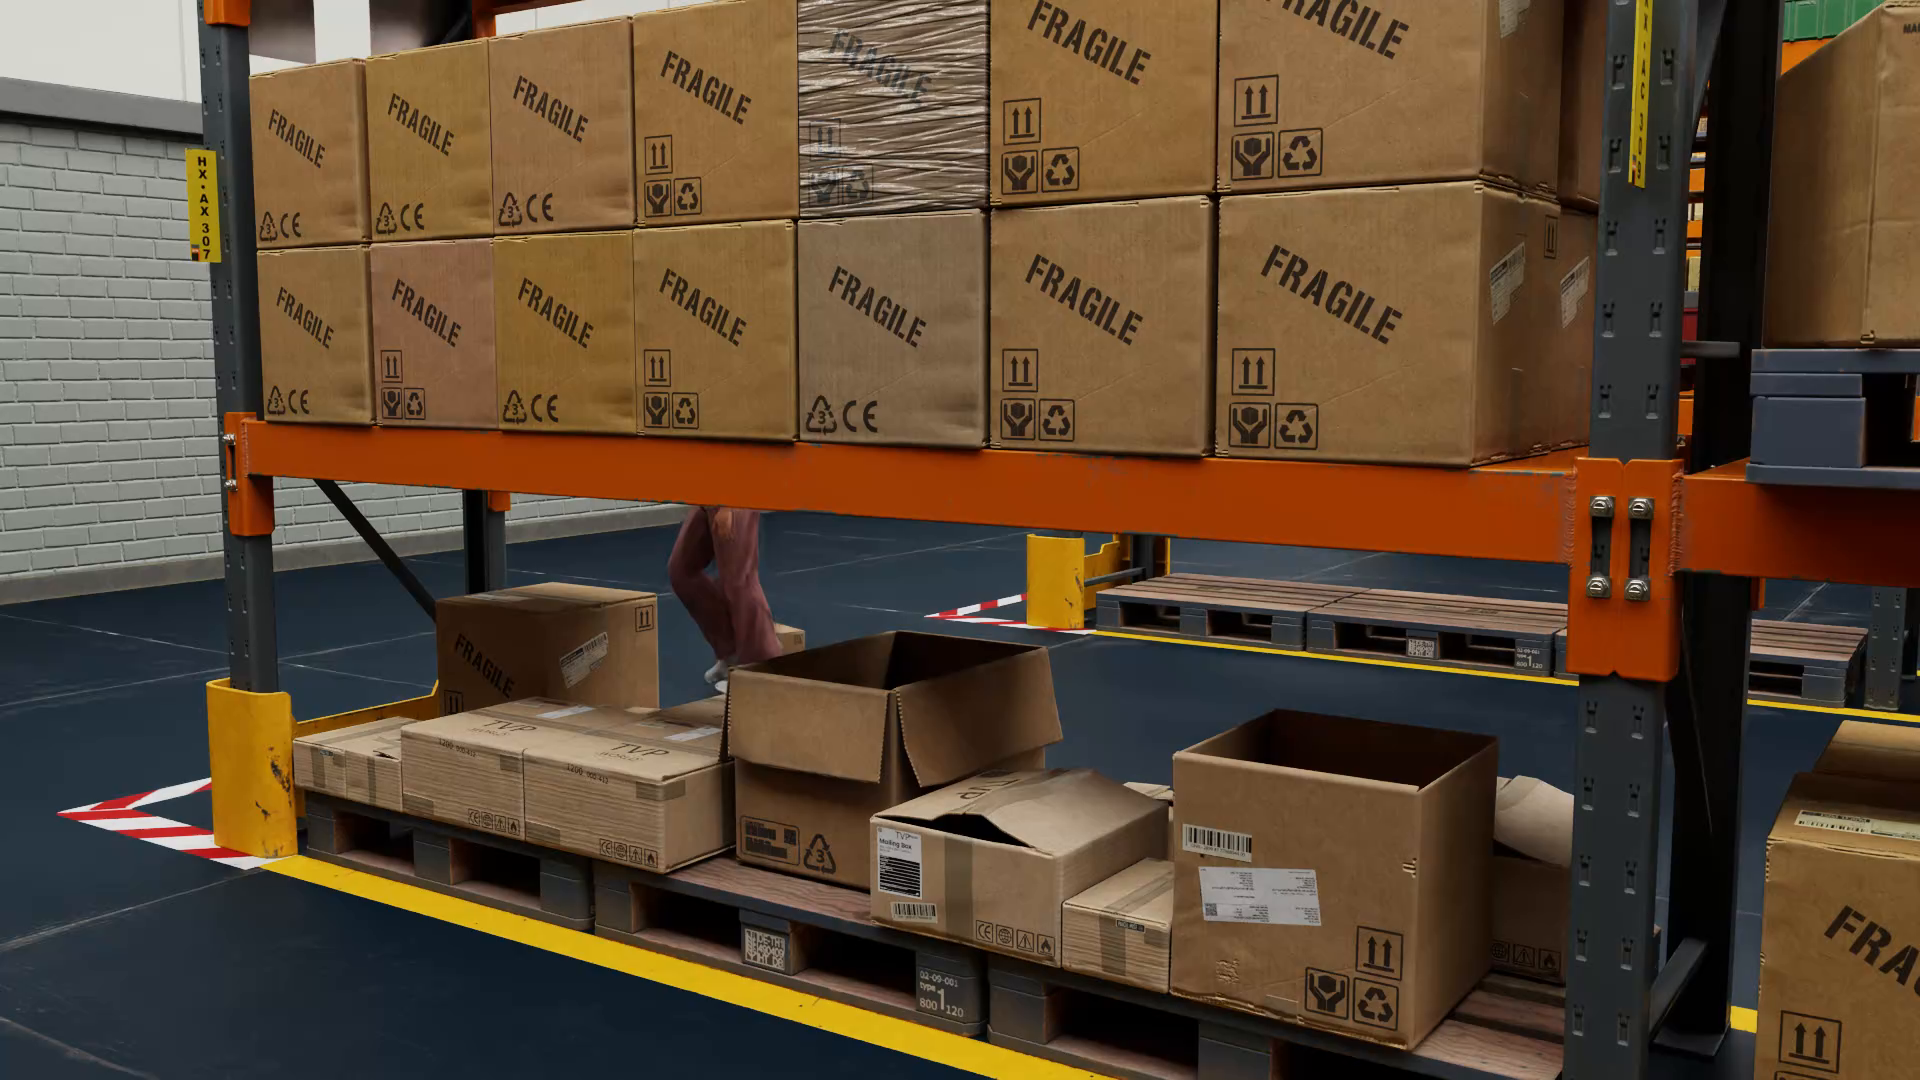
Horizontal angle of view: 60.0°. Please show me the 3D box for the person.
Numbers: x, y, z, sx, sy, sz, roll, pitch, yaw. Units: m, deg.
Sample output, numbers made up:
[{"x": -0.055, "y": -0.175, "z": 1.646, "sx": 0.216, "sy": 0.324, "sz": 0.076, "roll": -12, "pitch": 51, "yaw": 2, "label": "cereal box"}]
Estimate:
[{"x": -1.003, "y": -0.146, "z": 7.135, "sx": 0.500, "sy": 1.651, "sz": 0.482, "roll": -1, "pitch": 7, "yaw": -13, "label": "person"}]
